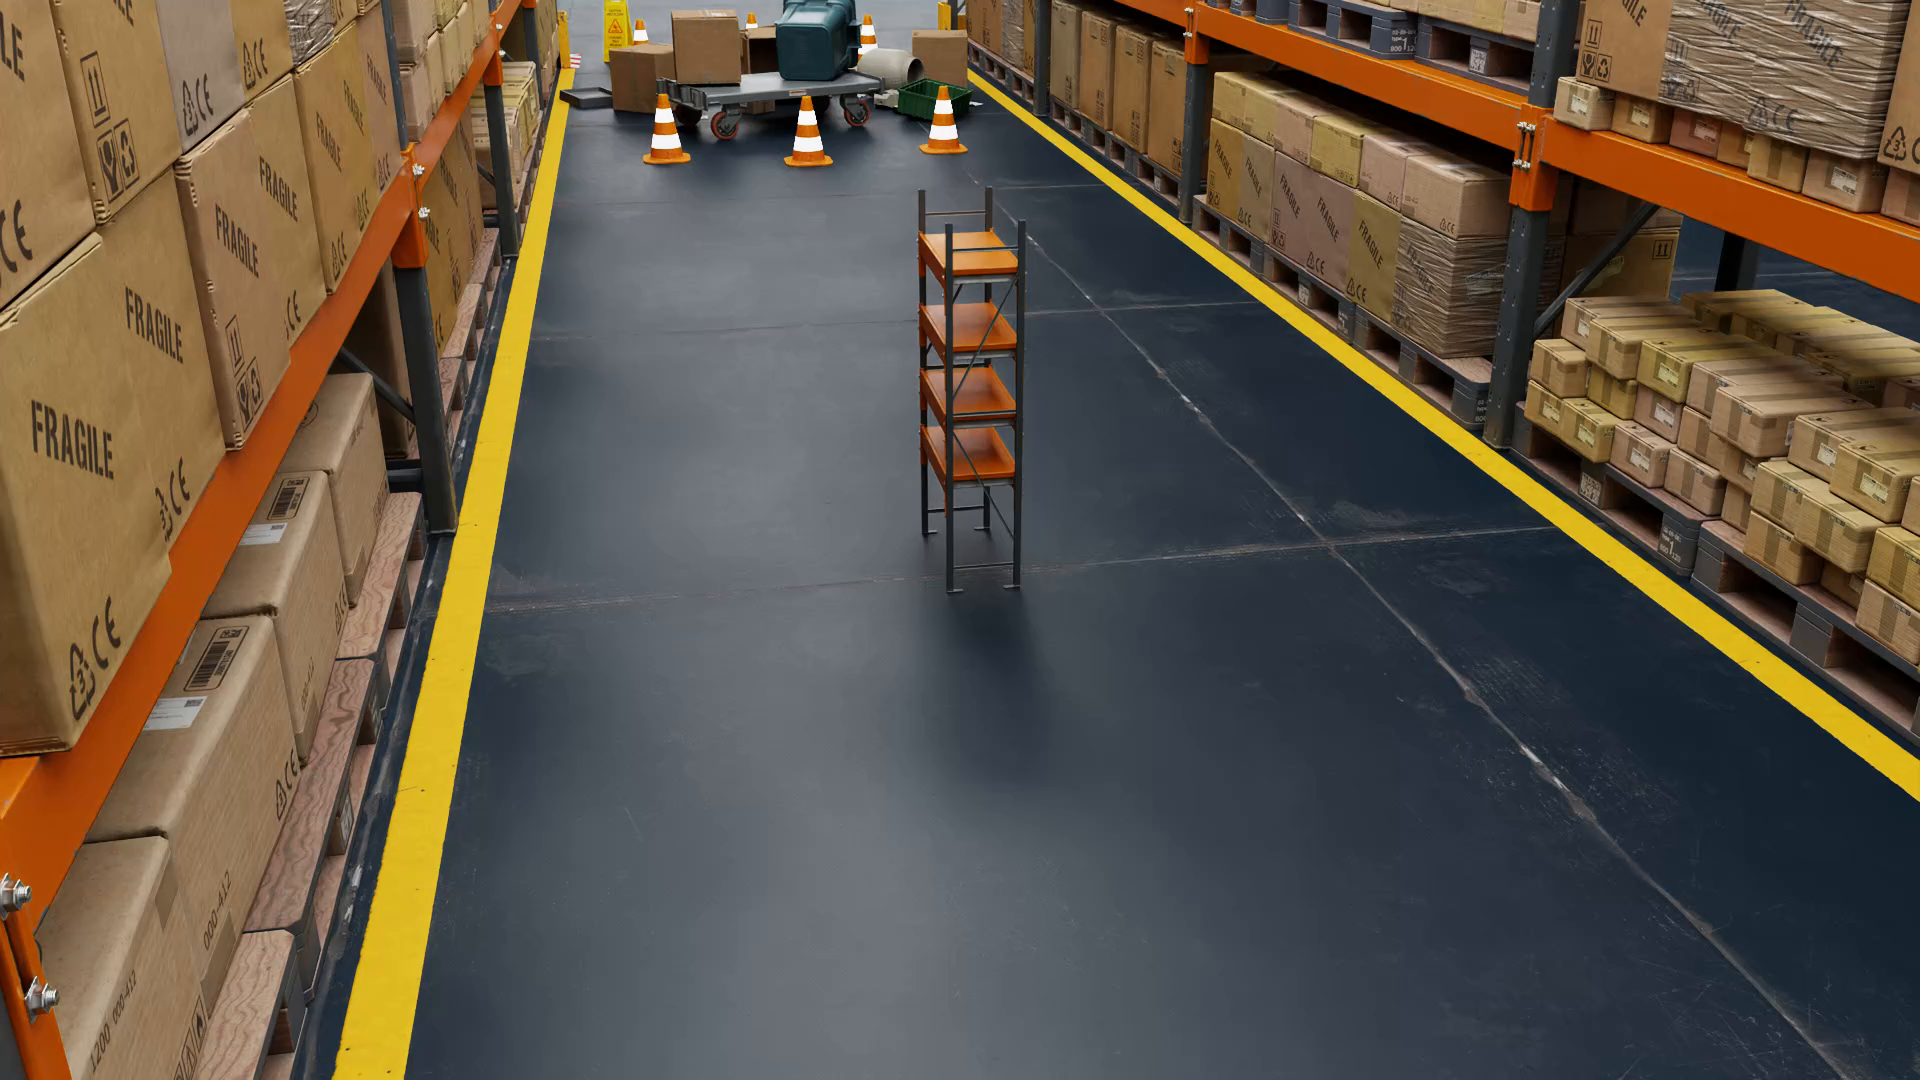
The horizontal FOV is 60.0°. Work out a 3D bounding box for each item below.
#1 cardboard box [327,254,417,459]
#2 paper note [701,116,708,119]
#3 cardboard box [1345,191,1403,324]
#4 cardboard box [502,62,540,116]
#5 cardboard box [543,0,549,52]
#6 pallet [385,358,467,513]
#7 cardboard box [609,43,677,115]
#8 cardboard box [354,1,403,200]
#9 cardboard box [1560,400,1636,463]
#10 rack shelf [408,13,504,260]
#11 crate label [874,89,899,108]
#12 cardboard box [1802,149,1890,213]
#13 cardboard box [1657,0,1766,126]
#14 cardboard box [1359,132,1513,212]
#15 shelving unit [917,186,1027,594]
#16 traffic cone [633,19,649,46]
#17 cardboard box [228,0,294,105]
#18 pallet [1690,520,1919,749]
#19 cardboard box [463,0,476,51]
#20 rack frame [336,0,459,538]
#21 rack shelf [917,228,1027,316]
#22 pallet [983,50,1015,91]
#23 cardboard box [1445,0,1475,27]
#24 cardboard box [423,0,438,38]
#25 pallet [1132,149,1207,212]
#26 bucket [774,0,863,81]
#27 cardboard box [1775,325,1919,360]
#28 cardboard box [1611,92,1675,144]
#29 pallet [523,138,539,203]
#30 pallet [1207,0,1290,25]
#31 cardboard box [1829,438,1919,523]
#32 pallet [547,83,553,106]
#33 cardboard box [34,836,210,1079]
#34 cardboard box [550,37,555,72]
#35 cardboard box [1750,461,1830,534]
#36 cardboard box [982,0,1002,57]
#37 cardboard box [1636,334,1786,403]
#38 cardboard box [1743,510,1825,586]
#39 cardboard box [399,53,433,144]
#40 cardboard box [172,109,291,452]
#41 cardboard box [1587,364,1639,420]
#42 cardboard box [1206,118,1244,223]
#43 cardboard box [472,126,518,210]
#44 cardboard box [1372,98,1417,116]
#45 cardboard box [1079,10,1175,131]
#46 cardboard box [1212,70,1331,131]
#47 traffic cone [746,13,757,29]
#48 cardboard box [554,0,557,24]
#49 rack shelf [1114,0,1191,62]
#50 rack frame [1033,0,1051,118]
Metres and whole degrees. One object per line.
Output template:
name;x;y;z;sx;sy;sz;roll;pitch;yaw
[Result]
cardboard box;-2.449;-0.834;6.041;0.875;0.875;0.875;-4;24;-8
paper note;-2.156;-3.498;13.720;0.148;0.019;0.142;-4;24;-10
cardboard box;2.111;-1.304;7.587;0.500;0.500;0.500;-5;24;-11
cardboard box;-3.636;-3.306;12.330;0.950;0.372;0.625;-4;24;-9
cardboard box;-3.689;-4.261;13.733;0.500;0.500;0.500;-3;24;-8
pallet;-2.472;-0.397;6.395;1.003;0.211;1.213;-4;24;-10
cardboard box;-2.596;-3.901;14.055;0.500;0.500;0.500;13;27;27
cardboard box;-1.919;-1.259;4.760;0.500;0.500;0.500;-4;24;-9
cardboard box;2.391;-0.397;5.949;0.380;0.149;0.250;-4;24;-8
rack shelf;-2.626;-1.834;7.100;1.077;0.370;4.000;-4;24;-10
crate label;-0.587;-3.762;14.193;0.250;0.136;0.298;18;29;36
cardboard box;2.612;-1.018;4.647;0.380;0.149;0.250;-3;24;-7
cardboard box;2.533;-1.558;5.072;0.500;0.500;0.500;-4;24;-10
cardboard box;2.122;-1.651;7.444;0.500;0.250;0.500;-3;24;-7
shelving unit;0.031;-0.485;5.361;0.258;1.200;0.503;-4;24;-10
traffic cone;-3.127;-4.861;16.301;0.336;0.463;0.334;-4;24;-10
cardboard box;-1.623;-1.118;3.188;0.500;0.500;0.500;-4;24;-10
pallet;2.978;0.237;4.943;1.003;0.211;1.213;-4;24;-10
cardboard box;-2.459;-2.303;7.462;0.500;0.250;0.500;-5;24;-10
rack frame;-2.256;-1.377;5.155;1.000;3.000;0.127;-4;24;-10
rack shelf;0.031;-0.845;5.204;0.258;0.148;0.480;-4;24;-10
pallet;0.818;-4.438;15.647;1.003;0.211;1.213;-4;24;-10
cardboard box;2.229;-2.202;6.834;0.380;0.149;0.250;-4;24;-10
cardboard box;-2.184;-1.934;5.994;0.500;0.250;0.500;-4;24;-9
pallet;1.779;-2.394;10.968;1.003;0.211;1.213;-4;24;-10
bucket;-1.180;-4.009;13.372;0.726;0.611;0.620;4;34;9
cardboard box;3.051;-0.626;5.729;0.380;0.149;0.250;-5;24;-10
cardboard box;2.442;-1.436;5.604;0.380;0.149;0.250;-4;24;-8
pallet;-3.361;-2.459;11.116;1.003;0.211;1.213;-4;24;-10
pallet;2.087;-2.996;9.102;1.213;0.211;1.003;-4;24;-10
cardboard box;2.714;-0.174;4.695;0.380;0.149;0.250;-4;24;-9
pallet;-4.123;-3.988;14.618;1.003;0.211;1.213;-4;24;-10
cardboard box;-1.736;0.926;2.559;0.875;0.438;0.875;-5;24;-12
cardboard box;-3.871;-4.322;14.808;0.500;0.250;0.500;-5;24;-12
cardboard box;2.618;-0.133;4.972;0.380;0.149;0.250;-4;24;-10
cardboard box;0.726;-5.114;15.842;0.875;0.875;0.875;-5;24;-11
cardboard box;2.538;-0.582;5.629;0.380;0.149;0.250;-5;24;-10
cardboard box;2.622;0.005;5.027;0.380;0.149;0.250;-5;24;-11
cardboard box;-2.078;-1.501;5.626;0.500;0.250;0.500;-5;24;-11
cardboard box;-1.520;-0.458;2.925;0.500;0.500;0.500;-4;24;-10
cardboard box;2.478;-0.546;5.918;0.380;0.149;0.250;-4;24;-9
cardboard box;1.731;-2.106;9.423;0.500;0.500;0.500;-5;24;-12
cardboard box;-3.090;-2.161;9.710;0.950;0.372;0.625;-6;24;-13
cardboard box;2.417;-2.098;8.468;0.500;0.250;0.500;-4;24;-9
cardboard box;1.489;-3.474;12.242;1.050;0.750;0.750;-4;24;-10
cardboard box;1.740;-2.458;9.291;0.500;0.250;0.500;-5;24;-12
traffic cone;-2.099;-5.077;16.795;0.336;0.463;0.334;-4;24;-10
cardboard box;-4.070;-5.077;15.601;0.500;0.500;0.500;-4;24;-9
rack shelf;1.481;-3.813;11.632;1.077;0.370;4.000;-4;24;-10
rack frame;1.111;-4.930;13.290;1.000;3.000;0.127;-4;24;-10
